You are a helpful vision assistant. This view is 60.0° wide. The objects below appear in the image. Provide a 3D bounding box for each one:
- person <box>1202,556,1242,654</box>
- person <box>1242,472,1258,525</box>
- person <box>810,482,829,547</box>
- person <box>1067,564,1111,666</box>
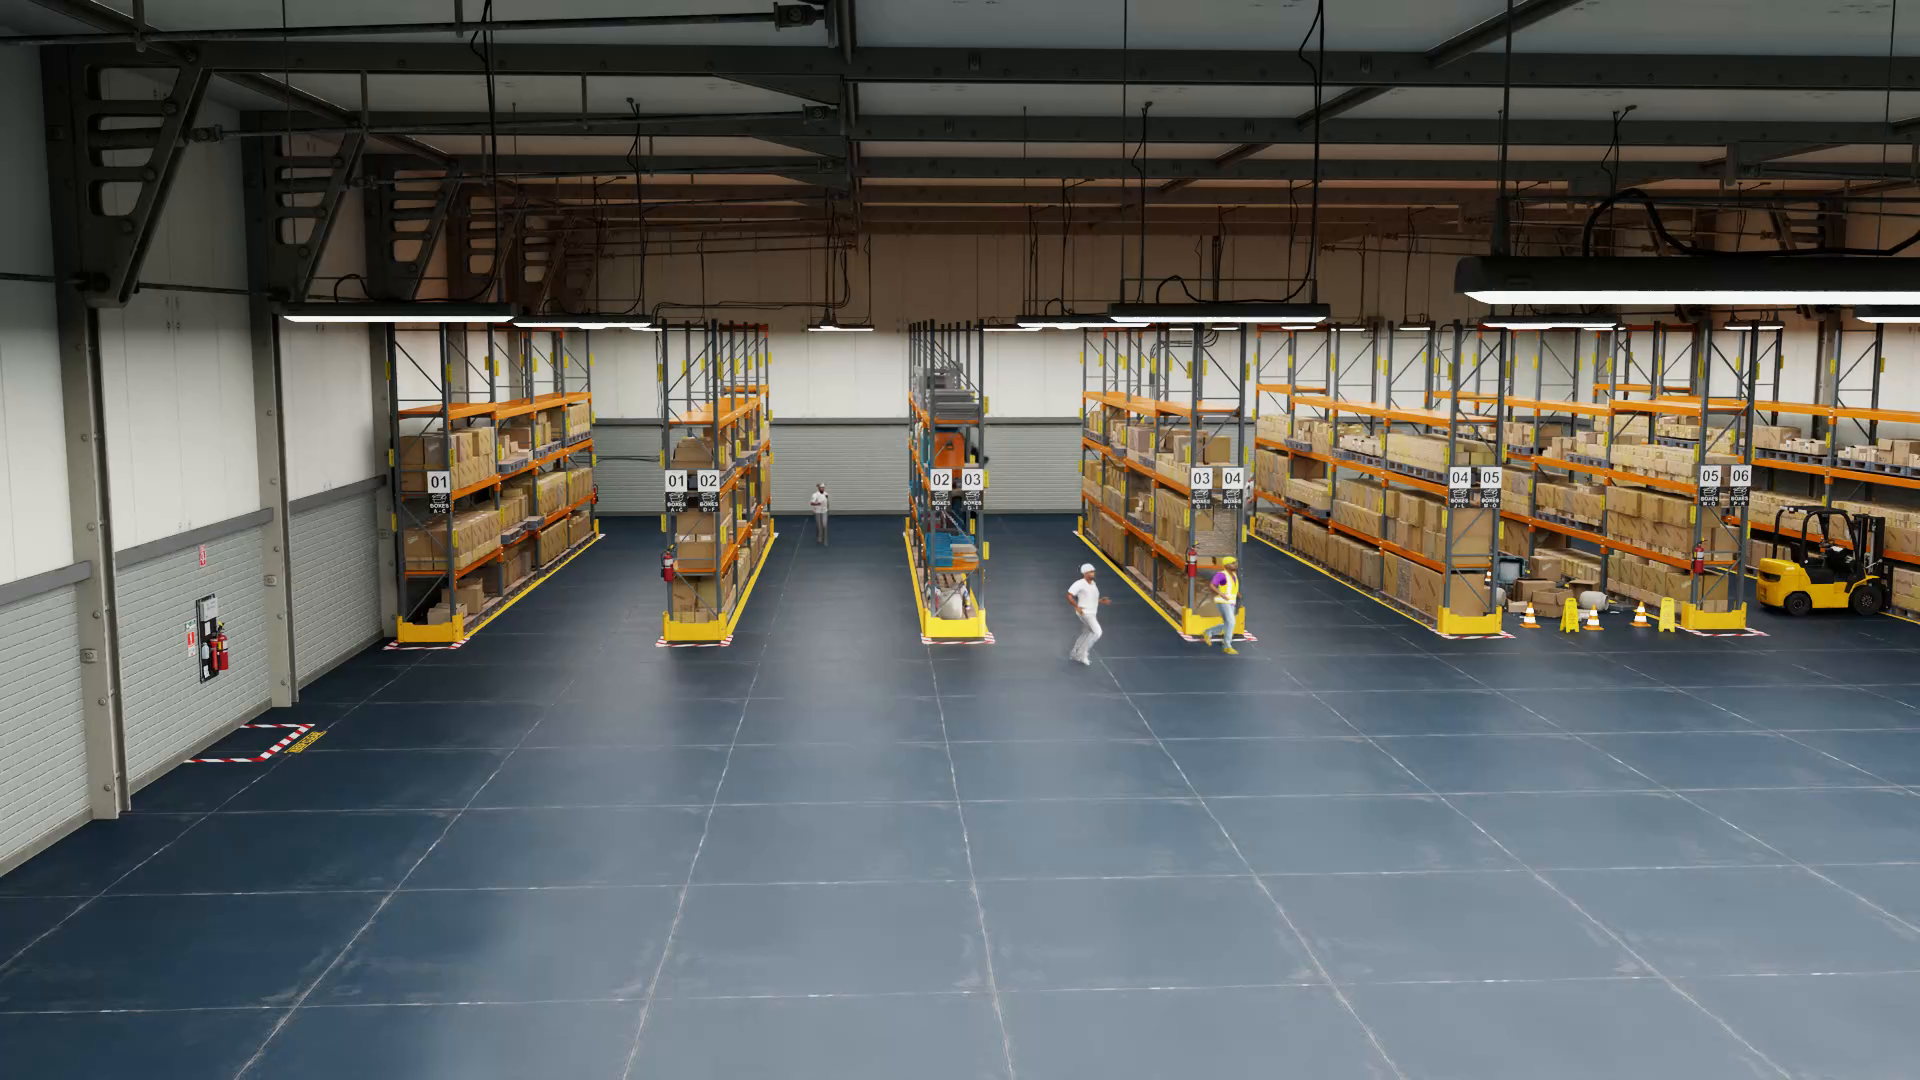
[{"bbox_3d":[4.809,1.154,30.242,0.787,1.732,0.748,6,9,40],"label":"person"},{"bbox_3d":[8.631,-1.178,49.195,0.716,1.683,0.832,-2,7,-17],"label":"person"},{"bbox_3d":[-3.819,-0.699,45.328,0.554,1.738,0.808,-2,7,-16],"label":"person"},{"bbox_3d":[2.234,1.297,28.882,0.700,1.773,0.673,3,8,26],"label":"person"}]
